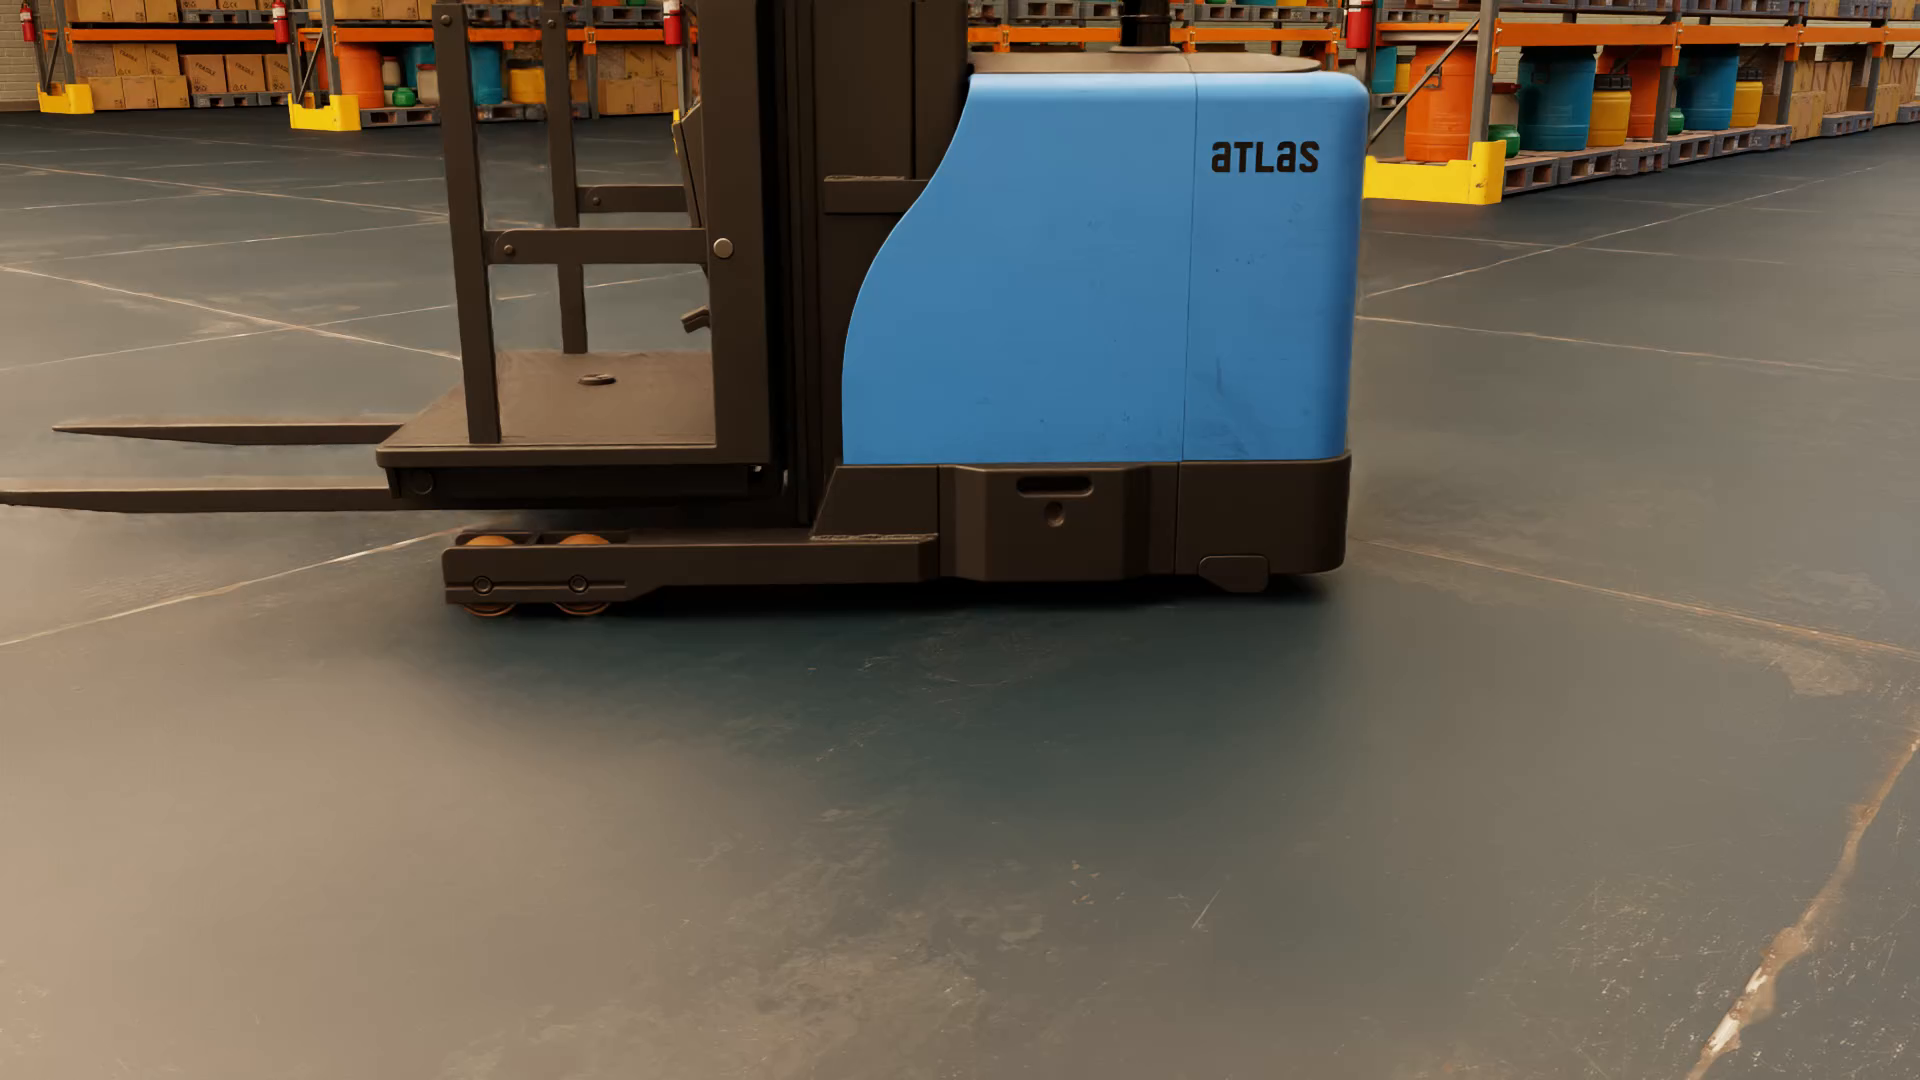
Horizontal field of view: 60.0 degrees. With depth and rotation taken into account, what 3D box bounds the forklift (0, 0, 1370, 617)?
[{"bbox_3d":[-0.708,-1.400,3.509,3.031,2.935,1.130,-1,17,-2],"label":"forklift"}]
